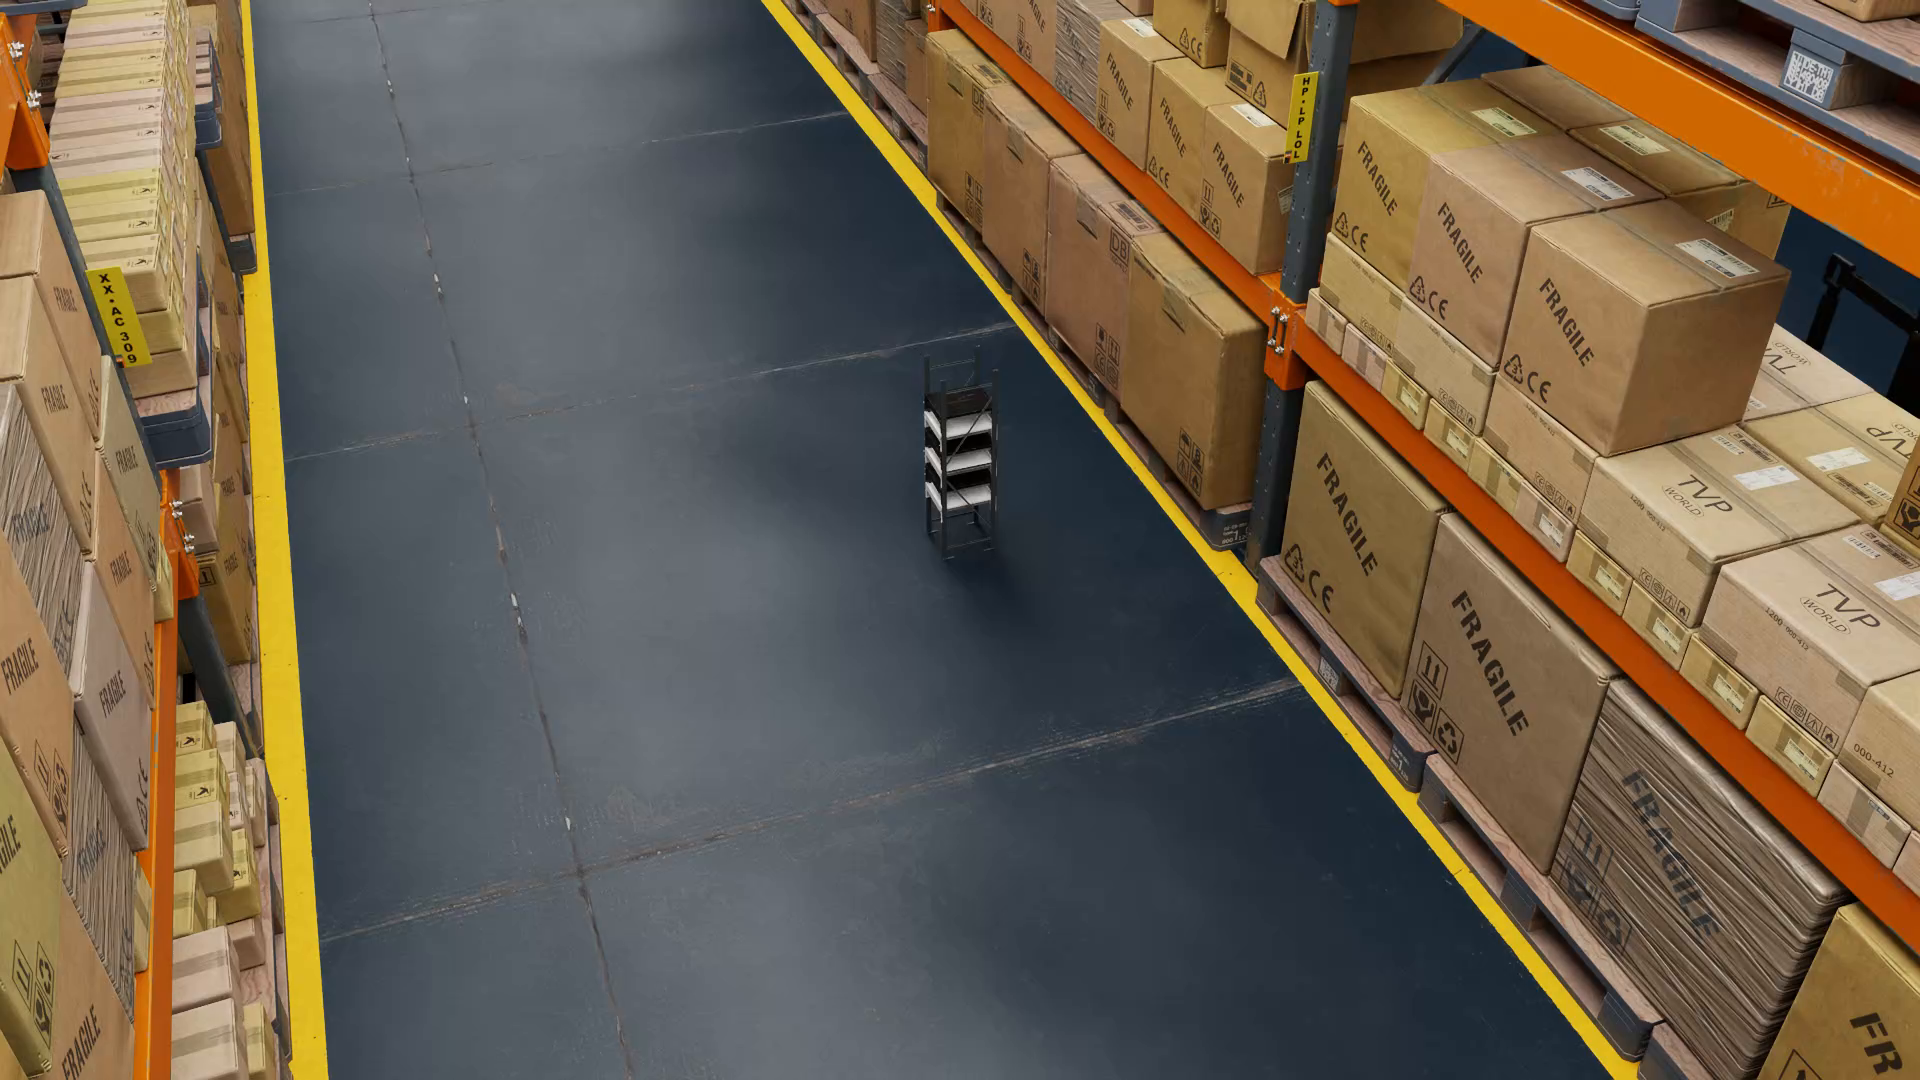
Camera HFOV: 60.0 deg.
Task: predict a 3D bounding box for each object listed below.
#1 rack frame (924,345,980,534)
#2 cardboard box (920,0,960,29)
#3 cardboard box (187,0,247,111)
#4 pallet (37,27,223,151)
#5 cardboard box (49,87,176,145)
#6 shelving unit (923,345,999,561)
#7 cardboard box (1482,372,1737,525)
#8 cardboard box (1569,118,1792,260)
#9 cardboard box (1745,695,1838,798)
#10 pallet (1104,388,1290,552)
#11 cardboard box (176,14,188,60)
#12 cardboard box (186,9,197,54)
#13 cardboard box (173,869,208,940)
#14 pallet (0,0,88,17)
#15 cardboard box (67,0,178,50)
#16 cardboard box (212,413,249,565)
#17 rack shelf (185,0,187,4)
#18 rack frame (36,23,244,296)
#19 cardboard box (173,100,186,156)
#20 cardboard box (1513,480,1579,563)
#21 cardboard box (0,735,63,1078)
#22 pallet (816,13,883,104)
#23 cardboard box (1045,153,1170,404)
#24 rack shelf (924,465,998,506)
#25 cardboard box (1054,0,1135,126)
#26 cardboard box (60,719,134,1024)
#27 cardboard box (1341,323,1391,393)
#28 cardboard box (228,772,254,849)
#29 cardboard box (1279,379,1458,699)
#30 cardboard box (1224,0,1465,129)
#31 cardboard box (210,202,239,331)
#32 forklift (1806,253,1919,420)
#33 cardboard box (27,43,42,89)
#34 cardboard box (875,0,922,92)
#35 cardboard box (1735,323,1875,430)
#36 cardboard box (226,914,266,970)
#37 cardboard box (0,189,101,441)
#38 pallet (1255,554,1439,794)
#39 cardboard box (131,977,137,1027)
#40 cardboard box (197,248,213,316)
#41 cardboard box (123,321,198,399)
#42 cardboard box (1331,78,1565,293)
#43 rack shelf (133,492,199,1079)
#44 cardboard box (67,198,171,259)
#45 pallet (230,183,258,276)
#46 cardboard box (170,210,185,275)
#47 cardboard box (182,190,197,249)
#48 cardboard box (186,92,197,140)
[{"bbox_3d":[-0.032,-0.412,7.049,0.240,0.900,0.006,-12,39,-16],"label":"rack frame"},{"bbox_3d":[0.066,-3.271,10.188,0.500,0.250,0.500,-11,38,-14],"label":"cardboard box"},{"bbox_3d":[-5.117,-3.103,10.397,1.050,0.750,0.750,-12,39,-16],"label":"cardboard box"},{"bbox_3d":[-4.022,-1.995,7.564,1.213,0.211,1.003,-12,39,-16],"label":"pallet"},{"bbox_3d":[-3.140,-1.545,6.174,0.380,0.149,0.250,-11,38,-14],"label":"cardboard box"},{"bbox_3d":[0.003,-0.355,6.973,0.258,0.900,0.210,-12,39,-16],"label":"shelving unit"},{"bbox_3d":[1.967,-0.328,5.070,0.500,0.250,0.500,-12,38,-15],"label":"cardboard box"},{"bbox_3d":[2.279,-1.032,5.381,0.500,0.500,0.500,-12,39,-15],"label":"cardboard box"},{"bbox_3d":[2.293,0.488,4.317,0.380,0.149,0.250,-13,39,-17],"label":"cardboard box"},{"bbox_3d":[1.365,-0.468,7.697,1.003,0.211,1.213,-12,39,-16],"label":"pallet"},{"bbox_3d":[-3.583,-2.155,7.230,0.380,0.149,0.250,-12,39,-15],"label":"cardboard box"},{"bbox_3d":[-3.766,-2.336,7.718,0.380,0.149,0.250,-12,39,-15],"label":"cardboard box"},{"bbox_3d":[-2.390,1.126,4.788,0.380,0.149,0.250,-11,38,-14],"label":"cardboard box"},{"bbox_3d":[-3.103,-1.686,4.658,1.213,0.211,1.003,-12,39,-16],"label":"pallet"},{"bbox_3d":[-3.498,-2.135,6.956,0.380,0.149,0.250,-11,38,-15],"label":"cardboard box"},{"bbox_3d":[-3.179,-0.132,6.661,0.500,0.500,0.500,-11,38,-14],"label":"cardboard box"},{"bbox_3d":[-5.055,-3.294,9.728,1.077,0.370,4.000,-12,39,-16],"label":"rack shelf"},{"bbox_3d":[-4.367,-2.452,8.012,1.000,3.000,0.127,-12,39,-16],"label":"rack frame"},{"bbox_3d":[-3.234,-1.579,6.466,0.380,0.149,0.250,-13,39,-17],"label":"cardboard box"},{"bbox_3d":[1.937,-0.094,5.090,0.380,0.149,0.250,-12,39,-15],"label":"cardboard box"},{"bbox_3d":[-1.857,0.619,2.774,0.500,0.500,0.500,-13,39,-17],"label":"cardboard box"},{"bbox_3d":[-0.359,-3.438,11.638,1.003,0.211,1.213,-12,39,-16],"label":"pallet"},{"bbox_3d":[1.154,-1.343,7.957,1.225,0.875,0.875,-14,39,-18],"label":"cardboard box"},{"bbox_3d":[0.003,-0.256,7.047,0.258,0.077,0.200,-12,39,-16],"label":"rack shelf"},{"bbox_3d":[0.766,-2.268,7.685,0.500,0.500,0.500,-12,39,-16],"label":"cardboard box"},{"bbox_3d":[-2.055,0.735,3.451,0.500,0.500,0.500,-13,39,-17],"label":"cardboard box"},{"bbox_3d":[1.581,-0.677,5.865,0.380,0.149,0.250,-14,39,-17],"label":"cardboard box"},{"bbox_3d":[-2.479,0.922,5.306,0.380,0.149,0.250,-14,39,-18],"label":"cardboard box"},{"bbox_3d":[1.853,-0.092,6.296,0.875,0.875,0.875,-12,39,-16],"label":"cardboard box"},{"bbox_3d":[1.474,-1.962,6.444,0.797,0.503,0.637,-13,39,-17],"label":"cardboard box"},{"bbox_3d":[-3.895,-1.303,8.216,0.500,0.500,0.500,-13,39,-16],"label":"cardboard box"},{"bbox_3d":[3.965,-1.085,6.255,1.130,2.935,3.031,-8,38,-11],"label":"forklift"},{"bbox_3d":[-4.310,-2.073,7.369,0.380,0.149,0.250,-11,38,-14],"label":"cardboard box"},{"bbox_3d":[-0.127,-3.284,10.829,0.700,0.500,0.500,-16,40,-20],"label":"cardboard box"},{"bbox_3d":[2.456,-0.446,5.226,0.500,0.250,0.500,-12,39,-15],"label":"cardboard box"},{"bbox_3d":[-2.373,1.230,5.145,0.380,0.149,0.250,-14,39,-17],"label":"cardboard box"},{"bbox_3d":[-2.575,-0.541,4.313,0.500,0.500,0.500,-14,39,-18],"label":"cardboard box"},{"bbox_3d":[1.890,0.398,6.547,1.003,0.211,1.213,-12,39,-16],"label":"pallet"},{"bbox_3d":[-2.002,1.046,3.577,0.380,0.149,0.250,-11,38,-14],"label":"cardboard box"},{"bbox_3d":[-3.541,-1.015,7.210,0.500,0.250,0.500,-12,39,-15],"label":"cardboard box"},{"bbox_3d":[-2.694,-0.577,5.383,0.380,0.149,0.250,-14,39,-18],"label":"cardboard box"},{"bbox_3d":[1.626,-1.197,5.600,0.500,0.500,0.500,-12,39,-16],"label":"cardboard box"},{"bbox_3d":[-2.302,1.225,3.729,1.077,0.370,4.000,-12,39,-16],"label":"rack shelf"},{"bbox_3d":[-2.796,-0.971,5.412,0.380,0.149,0.250,-11,38,-15],"label":"cardboard box"},{"bbox_3d":[-4.567,-1.799,9.463,1.003,0.211,1.213,-12,39,-16],"label":"pallet"},{"bbox_3d":[-2.874,-0.988,5.681,0.380,0.149,0.250,-12,38,-15],"label":"cardboard box"},{"bbox_3d":[-3.051,-1.161,6.157,0.380,0.149,0.250,-14,39,-18],"label":"cardboard box"},{"bbox_3d":[-3.416,-1.757,6.949,0.380,0.149,0.250,-14,39,-18],"label":"cardboard box"}]
